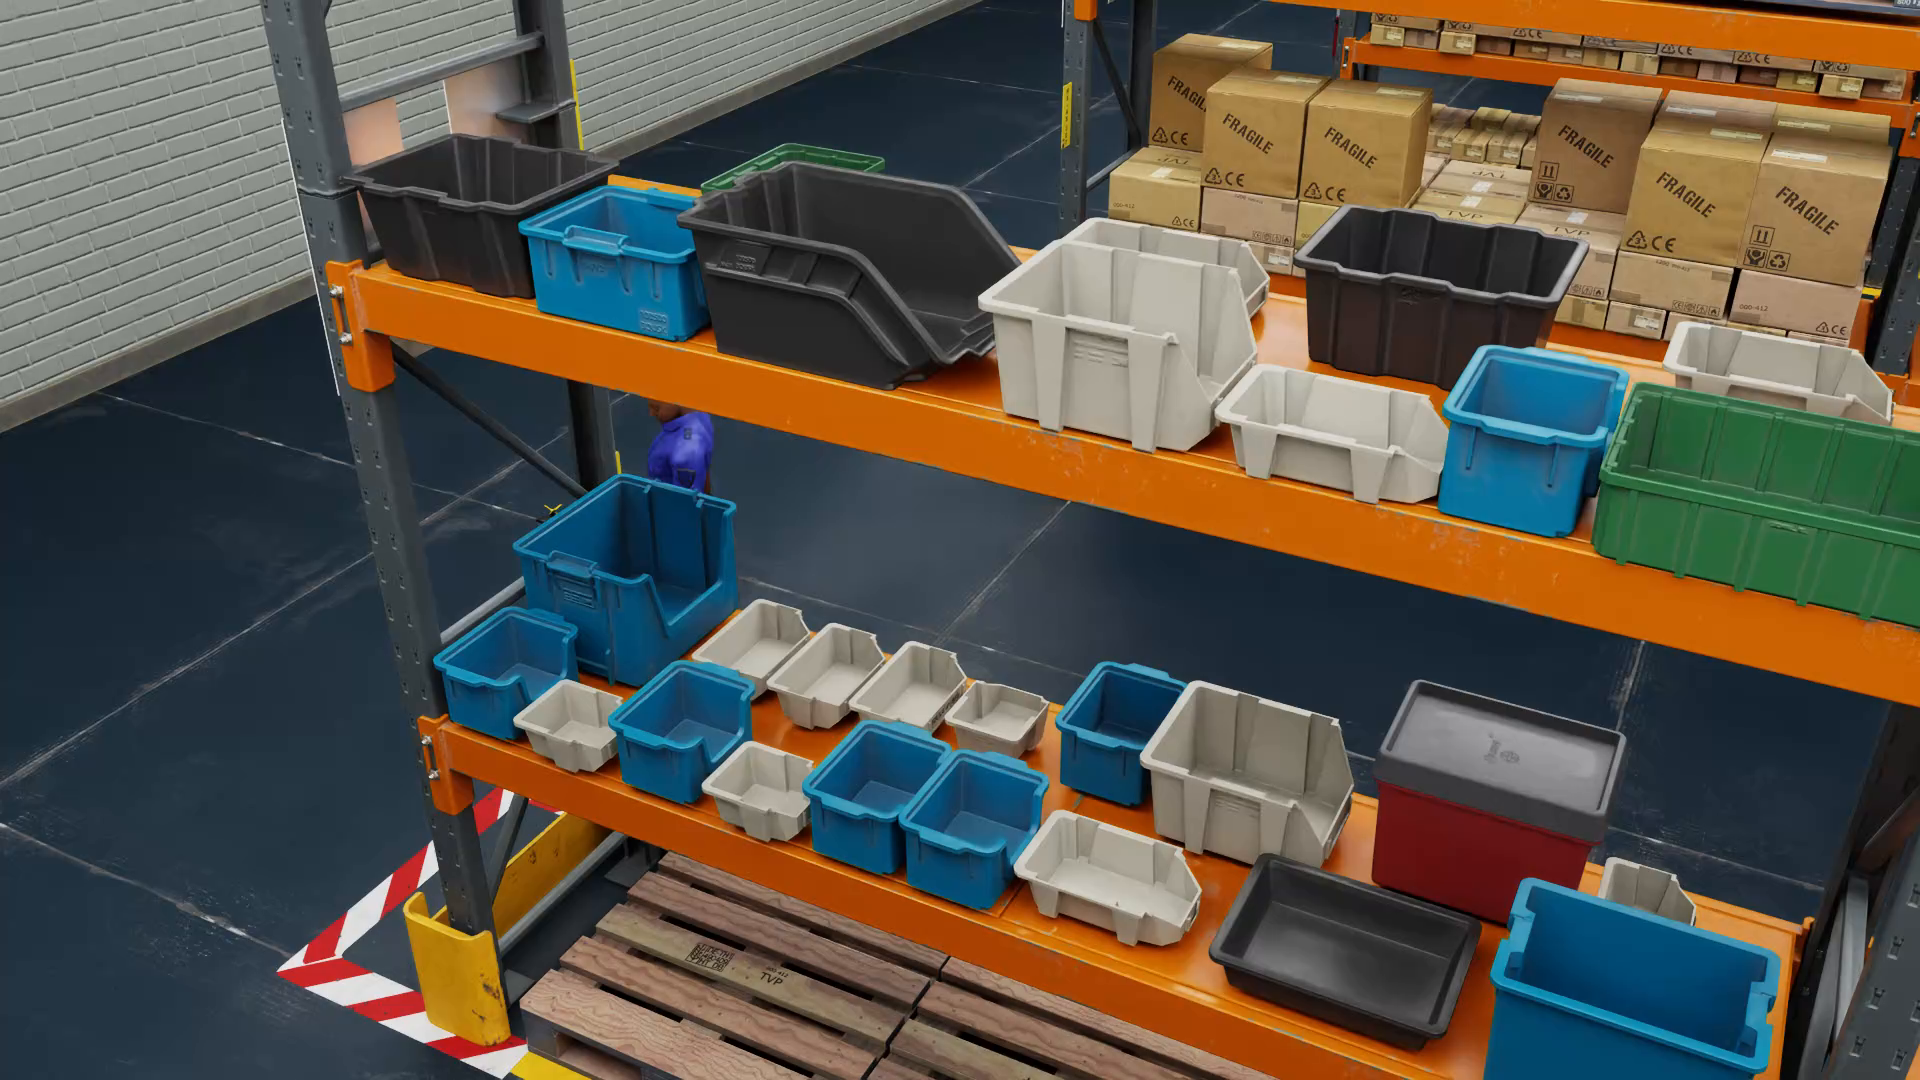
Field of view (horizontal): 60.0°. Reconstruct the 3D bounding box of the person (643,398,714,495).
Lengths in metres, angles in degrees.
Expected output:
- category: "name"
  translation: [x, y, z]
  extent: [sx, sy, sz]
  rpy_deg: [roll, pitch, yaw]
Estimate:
- category: "person"
  translation: [-1.239, -0.002, 7.128]
  extent: [0.744, 1.621, 0.495]
  rpy_deg: [-2, 30, -3]
